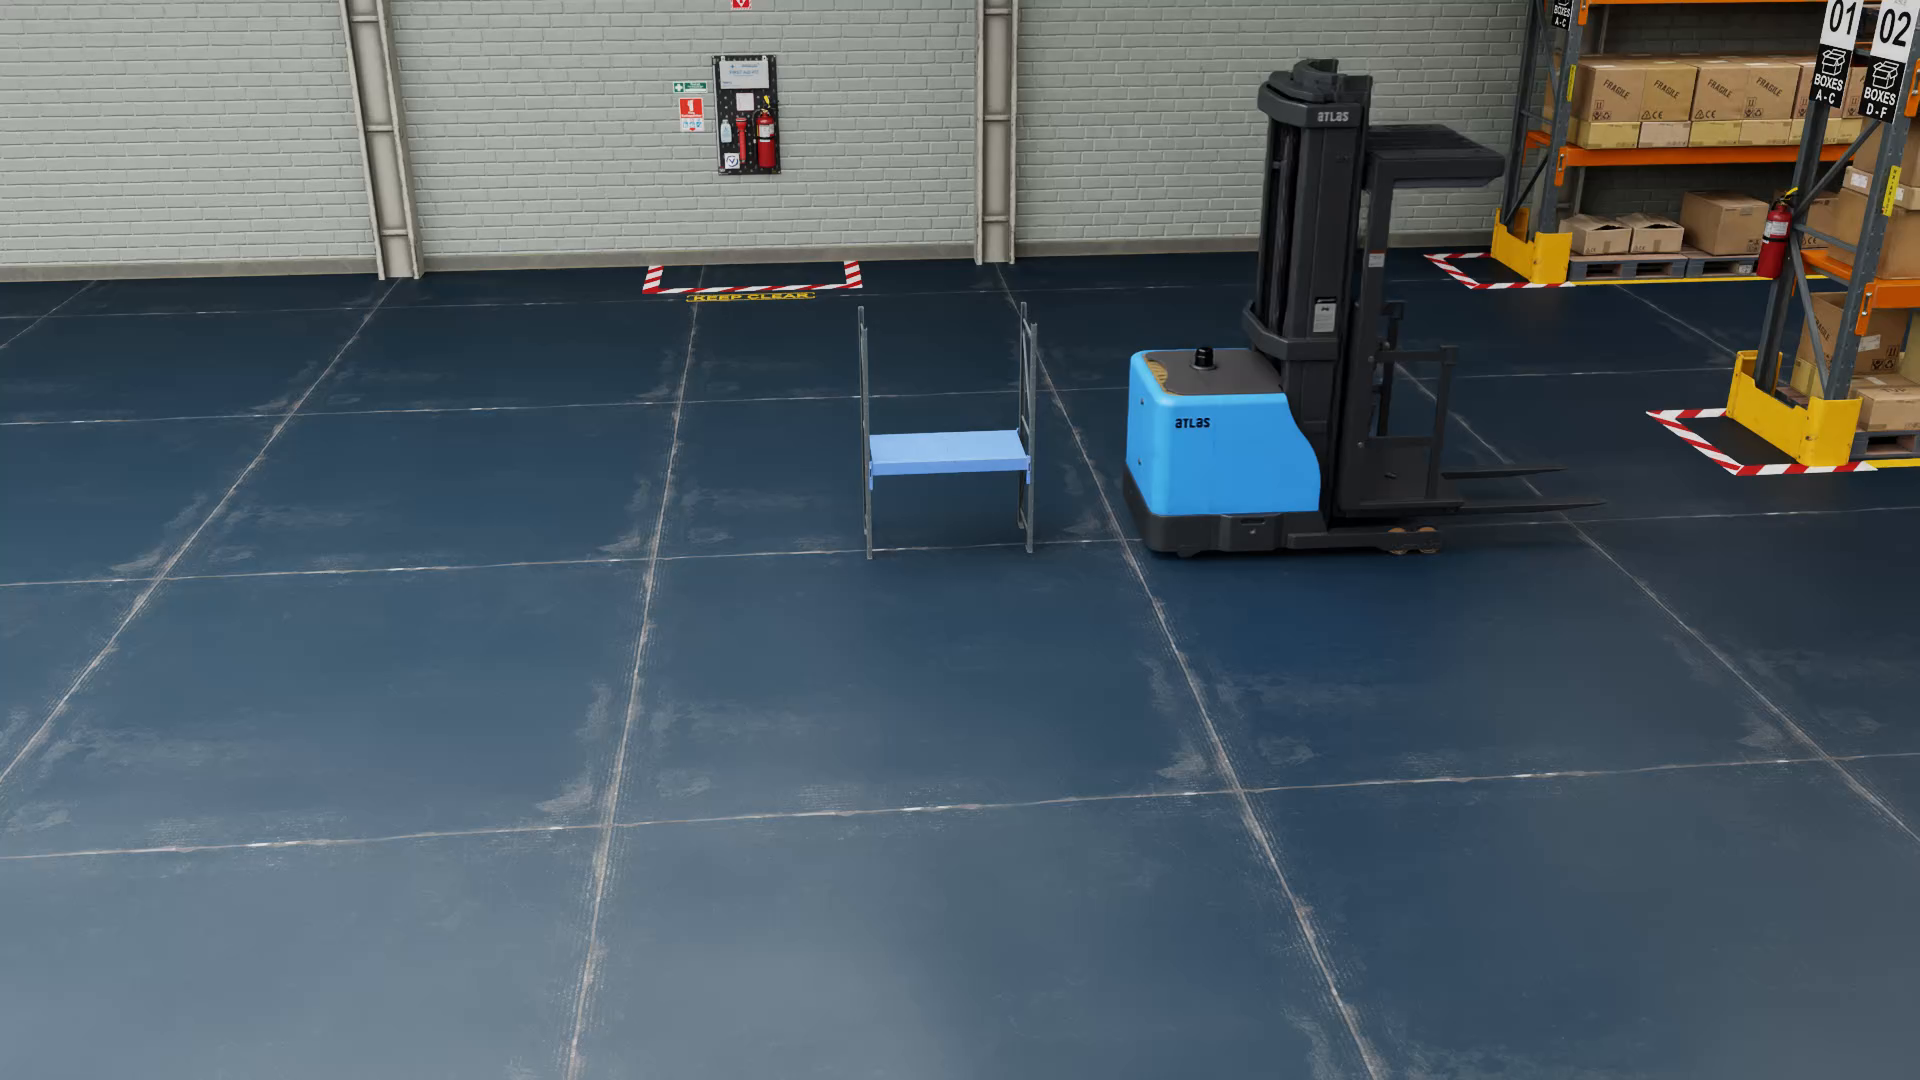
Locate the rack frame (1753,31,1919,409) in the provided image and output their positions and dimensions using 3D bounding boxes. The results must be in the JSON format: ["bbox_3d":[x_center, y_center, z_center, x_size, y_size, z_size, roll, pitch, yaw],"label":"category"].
[{"bbox_3d":[6.205,-2.136,11.864,0.127,3.000,1.000,-2,24,-5],"label":"rack frame"}]

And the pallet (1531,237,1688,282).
[{"bbox_3d":[6.602,-2.886,16.982,1.213,0.211,1.003,-2,24,-5],"label":"pallet"}]

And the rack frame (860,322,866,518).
[{"bbox_3d":[-0.591,-0.661,10.391,0.013,1.308,0.475,-2,24,-5],"label":"rack frame"}]

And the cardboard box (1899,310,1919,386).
[{"bbox_3d":[7.258,-1.367,12.077,0.500,0.500,0.500,-2,24,-5],"label":"cardboard box"}]

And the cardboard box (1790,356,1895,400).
[{"bbox_3d":[6.710,-1.213,12.654,0.500,0.250,0.500,-2,24,-5],"label":"cardboard box"}]

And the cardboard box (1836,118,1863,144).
[{"bbox_3d":[8.757,-4.081,16.398,0.500,0.250,0.500,-2,24,-5],"label":"cardboard box"}]

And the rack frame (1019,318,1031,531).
[{"bbox_3d":[0.421,-0.702,10.482,0.013,1.308,0.475,-2,24,-5],"label":"rack frame"}]

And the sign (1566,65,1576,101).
[{"bbox_3d":[5.768,-4.315,15.699,0.005,0.325,0.100,-2,24,-5],"label":"sign"}]

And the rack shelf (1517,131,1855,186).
[{"bbox_3d":[7.705,-3.890,16.694,4.000,0.370,1.077,-2,24,-5],"label":"rack shelf"}]

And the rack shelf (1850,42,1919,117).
[{"bbox_3d":[8.195,-3.258,11.580,4.000,0.370,1.077,-2,24,-5],"label":"rack shelf"}]

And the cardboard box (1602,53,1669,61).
[{"bbox_3d":[6.664,-4.543,16.514,0.500,0.500,0.500,-2,24,-4],"label":"cardboard box"}]

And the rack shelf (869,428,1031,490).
[{"bbox_3d":[-0.085,-0.518,10.511,1.000,0.185,0.538,-2,24,-5],"label":"rack shelf"}]

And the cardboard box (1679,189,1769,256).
[{"bbox_3d":[7.714,-3.220,16.838,0.500,0.500,0.700,-4,24,-8],"label":"cardboard box"}]

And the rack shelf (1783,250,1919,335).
[{"bbox_3d":[8.195,-1.888,12.189,4.000,0.370,1.077,-2,24,-5],"label":"rack shelf"}]

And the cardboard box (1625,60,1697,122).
[{"bbox_3d":[6.712,-4.335,16.047,0.500,0.500,0.500,-2,24,-5],"label":"cardboard box"}]

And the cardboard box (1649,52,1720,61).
[{"bbox_3d":[15.270,0.065,5.669,13.577,0.889,26.022,-3,24,-7],"label":"cardboard box"}]

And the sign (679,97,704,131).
[{"bbox_3d":[-2.668,-4.229,16.528,0.234,0.329,0.001,-2,24,-5],"label":"sign"}]

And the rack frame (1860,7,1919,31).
[{"bbox_3d":[6.205,-4.878,10.645,0.127,3.000,1.000,-2,24,-5],"label":"rack frame"}]

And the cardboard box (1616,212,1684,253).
[{"bbox_3d":[6.979,-3.125,16.856,0.500,0.311,0.500,0,24,-1],"label":"cardboard box"}]

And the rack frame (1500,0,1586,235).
[{"bbox_3d":[5.714,-4.139,16.368,0.127,3.000,1.000,-2,24,-5],"label":"rack frame"}]

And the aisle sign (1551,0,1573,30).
[{"bbox_3d":[5.672,-5.202,15.561,0.004,0.787,0.394,-2,24,-5],"label":"aisle sign"}]

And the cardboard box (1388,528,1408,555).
[{"bbox_3d":[2.777,0.007,10.542,0.160,0.156,0.130,-3,24,-6],"label":"cardboard box"}]

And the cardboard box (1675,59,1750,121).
[{"bbox_3d":[7.227,-4.353,16.088,0.500,0.500,0.500,-3,24,-7],"label":"cardboard box"}]

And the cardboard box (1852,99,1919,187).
[{"bbox_3d":[6.723,-2.791,11.615,0.500,0.500,0.700,-2,24,-5],"label":"cardboard box"}]

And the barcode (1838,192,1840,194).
[{"bbox_3d":[9.134,-3.579,17.250,0.075,0.075,0.001,-2,24,-5],"label":"barcode"}]

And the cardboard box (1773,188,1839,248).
[{"bbox_3d":[8.666,-3.299,17.016,0.500,0.500,0.500,-4,24,-9],"label":"cardboard box"}]

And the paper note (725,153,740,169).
[{"bbox_3d":[-2.291,-3.812,16.717,0.142,0.148,0.016,-2,24,-5],"label":"paper note"}]

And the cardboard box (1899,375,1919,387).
[{"bbox_3d":[7.258,-1.025,12.231,0.500,0.250,0.500,-2,24,-5],"label":"cardboard box"}]

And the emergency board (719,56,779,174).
[{"bbox_3d":[-2.104,-4.193,16.491,0.636,1.158,0.192,-2,24,-5],"label":"emergency board"}]

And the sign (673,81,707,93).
[{"bbox_3d":[-2.663,-4.468,16.413,0.331,0.109,0.001,-2,24,-5],"label":"sign"}]

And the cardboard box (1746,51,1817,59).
[{"bbox_3d":[8.195,-4.610,16.666,0.500,0.500,0.500,-2,24,-4],"label":"cardboard box"}]

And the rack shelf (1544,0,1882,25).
[{"bbox_3d":[7.705,-5.260,16.085,4.000,0.370,1.077,-2,24,-5],"label":"rack shelf"}]

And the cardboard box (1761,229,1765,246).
[{"bbox_3d":[8.101,-3.141,17.092,0.250,0.149,0.380,-4,24,-9],"label":"cardboard box"}]

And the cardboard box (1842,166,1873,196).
[{"bbox_3d":[6.566,-2.571,11.919,0.250,0.149,0.380,-3,24,-6],"label":"cardboard box"}]

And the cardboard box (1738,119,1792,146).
[{"bbox_3d":[7.757,-4.034,16.293,0.500,0.250,0.500,-2,24,-5],"label":"cardboard box"}]

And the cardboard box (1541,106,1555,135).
[{"bbox_3d":[6.160,-4.176,16.613,0.500,0.250,0.500,-2,24,-4],"label":"cardboard box"}]

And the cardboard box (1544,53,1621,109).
[{"bbox_3d":[6.162,-4.527,16.478,0.500,0.500,0.500,-3,24,-6],"label":"cardboard box"}]

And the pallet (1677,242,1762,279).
[{"bbox_3d":[7.813,-2.933,17.089,1.213,0.211,1.003,-2,24,-5],"label":"pallet"}]

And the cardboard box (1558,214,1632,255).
[{"bbox_3d":[6.412,-3.102,16.805,0.500,0.311,0.500,-5,24,-11],"label":"cardboard box"}]

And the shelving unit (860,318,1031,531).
[{"bbox_3d":[-0.085,-0.682,10.438,1.030,1.308,0.538,-2,24,-5],"label":"shelving unit"}]

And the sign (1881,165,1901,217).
[{"bbox_3d":[6.253,-2.344,11.166,0.005,0.325,0.100,-2,24,-5],"label":"sign"}]

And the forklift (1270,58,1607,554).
[{"bbox_3d":[2.648,-1.458,10.422,3.031,2.935,1.121,-2,24,-4],"label":"forklift"}]

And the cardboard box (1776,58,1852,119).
[{"bbox_3d":[8.256,-4.400,16.192,0.500,0.500,0.500,-3,24,-7],"label":"cardboard box"}]

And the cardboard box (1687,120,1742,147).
[{"bbox_3d":[7.254,-4.015,16.249,0.500,0.250,0.500,-3,24,-6],"label":"cardboard box"}]

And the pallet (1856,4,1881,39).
[{"bbox_3d":[6.911,-3.485,11.312,1.213,0.211,1.003,-2,24,-5],"label":"pallet"}]

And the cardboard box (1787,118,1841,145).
[{"bbox_3d":[8.258,-4.055,16.339,0.500,0.250,0.500,-2,24,-5],"label":"cardboard box"}]

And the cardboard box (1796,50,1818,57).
[{"bbox_3d":[8.692,-4.628,16.706,0.500,0.500,0.500,-2,24,-5],"label":"cardboard box"}]

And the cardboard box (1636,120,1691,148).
[{"bbox_3d":[6.746,-3.997,16.209,0.500,0.250,0.500,-3,24,-7],"label":"cardboard box"}]

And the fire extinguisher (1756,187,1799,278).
[{"bbox_3d":[6.042,-2.284,12.291,0.183,0.674,0.296,-2,24,-5],"label":"fire extinguisher"}]

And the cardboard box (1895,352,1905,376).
[{"bbox_3d":[7.206,-1.238,12.709,0.500,0.250,0.500,-2,24,-5],"label":"cardboard box"}]
